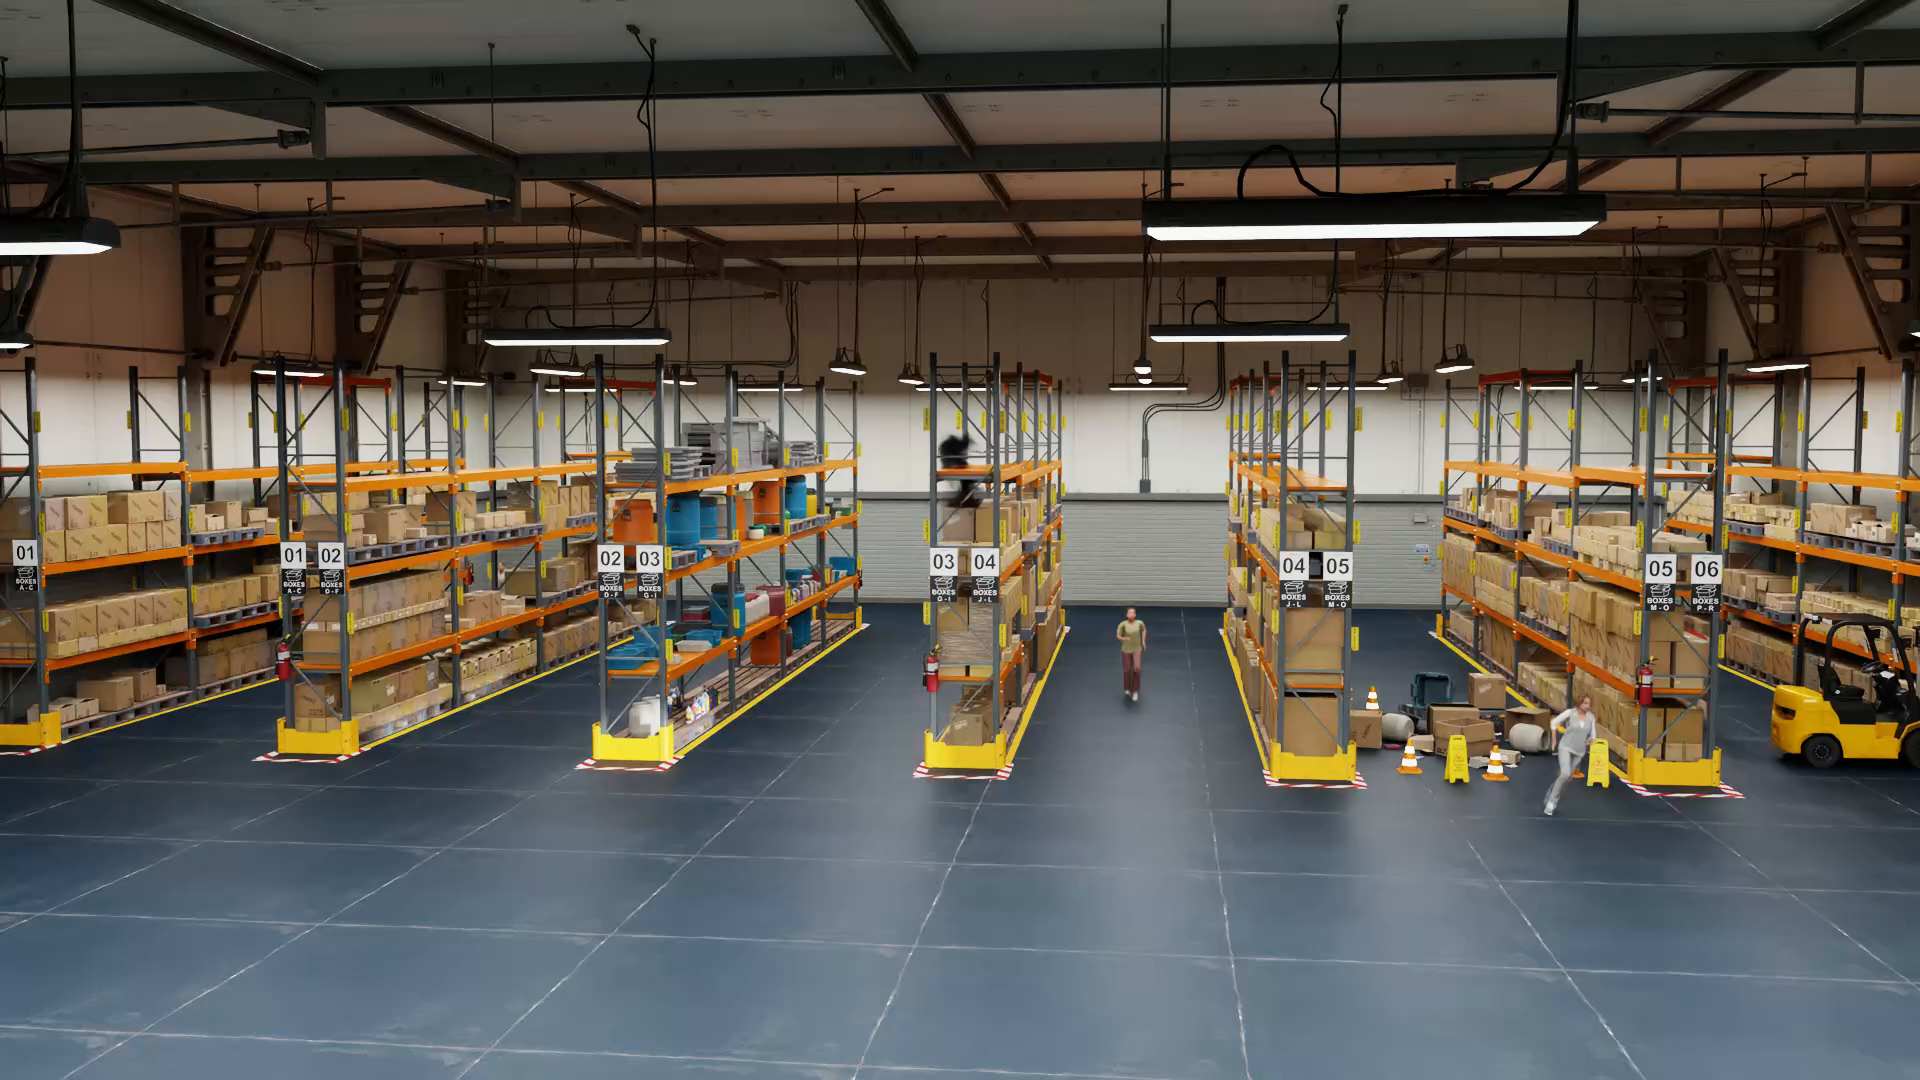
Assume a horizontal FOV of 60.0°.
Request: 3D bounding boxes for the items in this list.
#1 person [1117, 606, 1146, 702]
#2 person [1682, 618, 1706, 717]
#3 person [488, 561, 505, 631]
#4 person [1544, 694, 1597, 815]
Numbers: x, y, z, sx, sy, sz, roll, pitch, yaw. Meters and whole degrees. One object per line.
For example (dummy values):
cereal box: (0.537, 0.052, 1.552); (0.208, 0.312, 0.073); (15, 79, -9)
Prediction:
person: (3.092, 2.047, 30.015); (0.549, 1.713, 0.802); (0, 4, 2)
person: (12.268, 2.185, 27.933); (0.666, 1.729, 0.992); (0, 4, 2)
person: (-11.119, 1.329, 40.225); (0.537, 1.669, 0.961); (-1, 4, -12)
person: (7.759, 2.711, 21.222); (0.680, 1.530, 0.713); (0, 4, -6)
